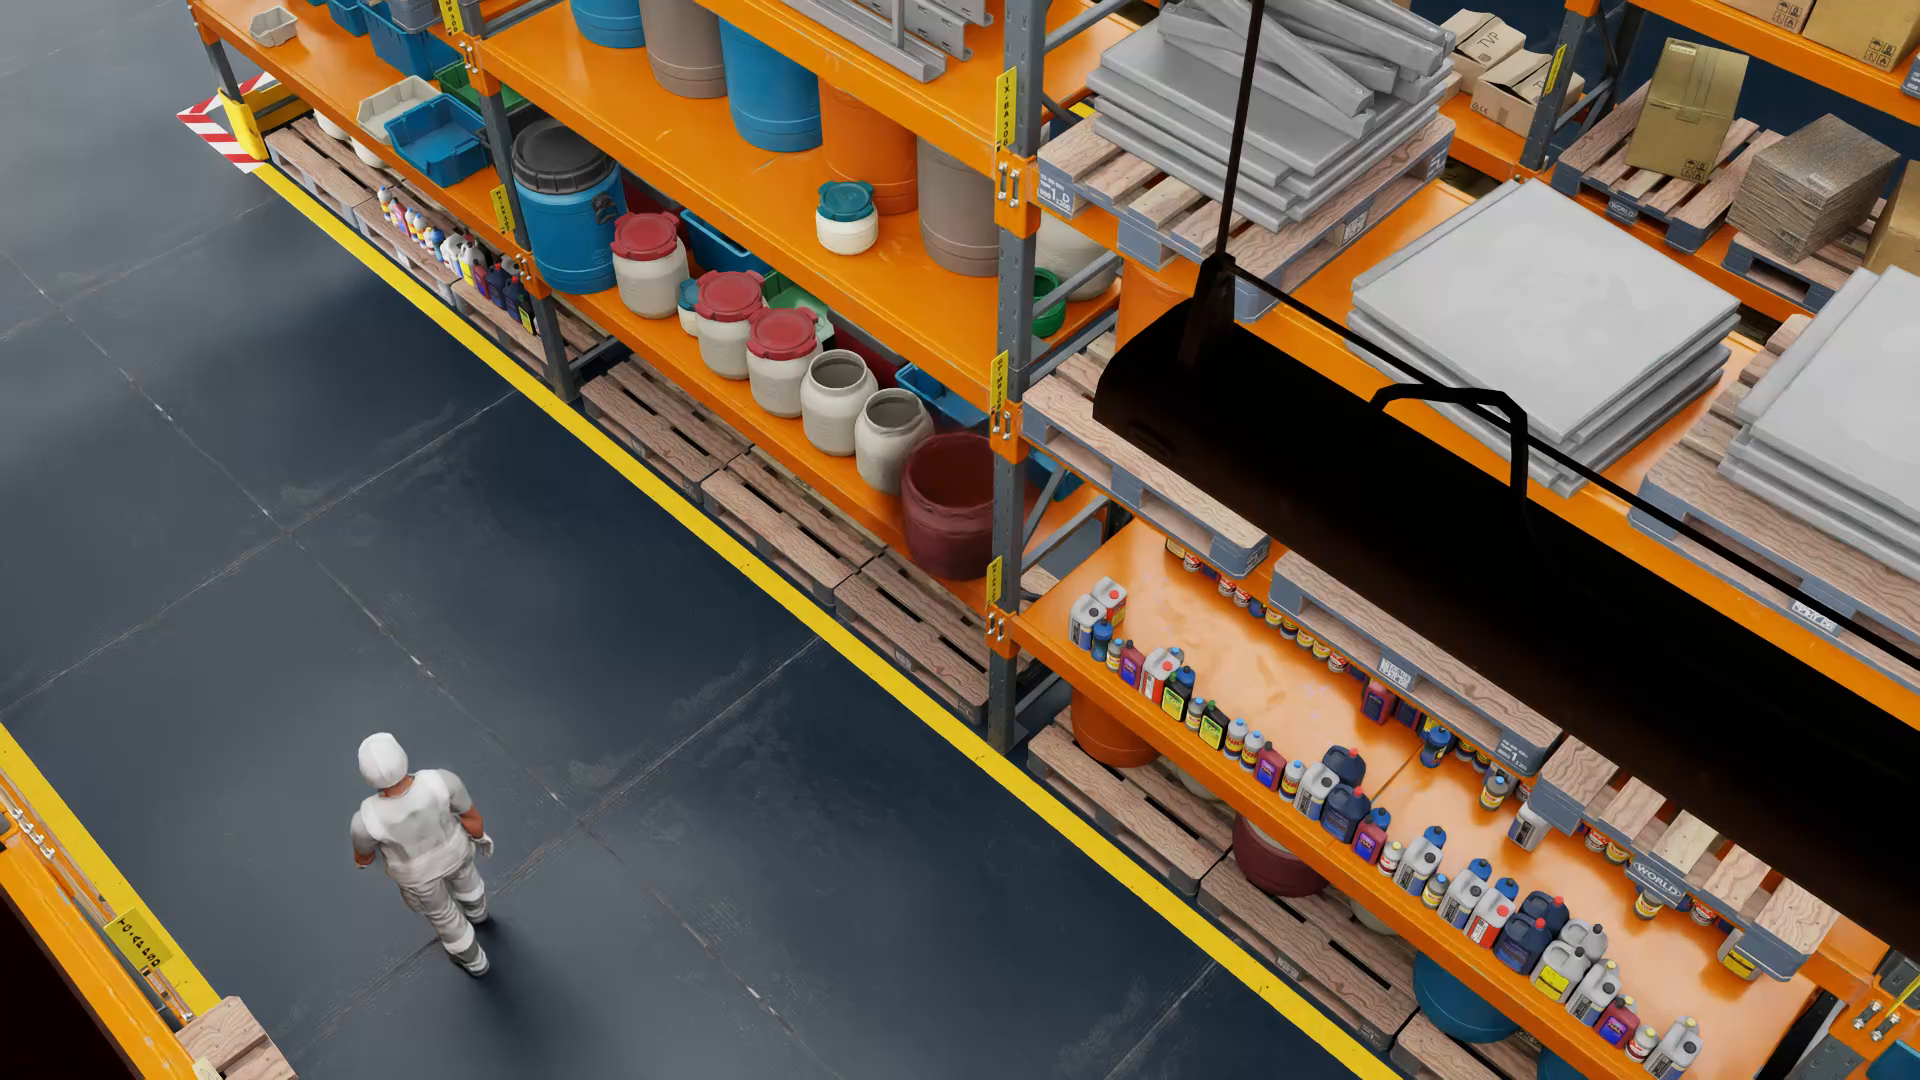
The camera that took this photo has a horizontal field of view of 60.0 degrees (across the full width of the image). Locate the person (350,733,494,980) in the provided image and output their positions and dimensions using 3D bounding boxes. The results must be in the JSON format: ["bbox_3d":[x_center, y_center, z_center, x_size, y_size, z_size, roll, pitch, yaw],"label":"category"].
[{"bbox_3d":[-2.574,1.500,7.991,0.591,1.836,0.572,-27,55,-21],"label":"person"}]
